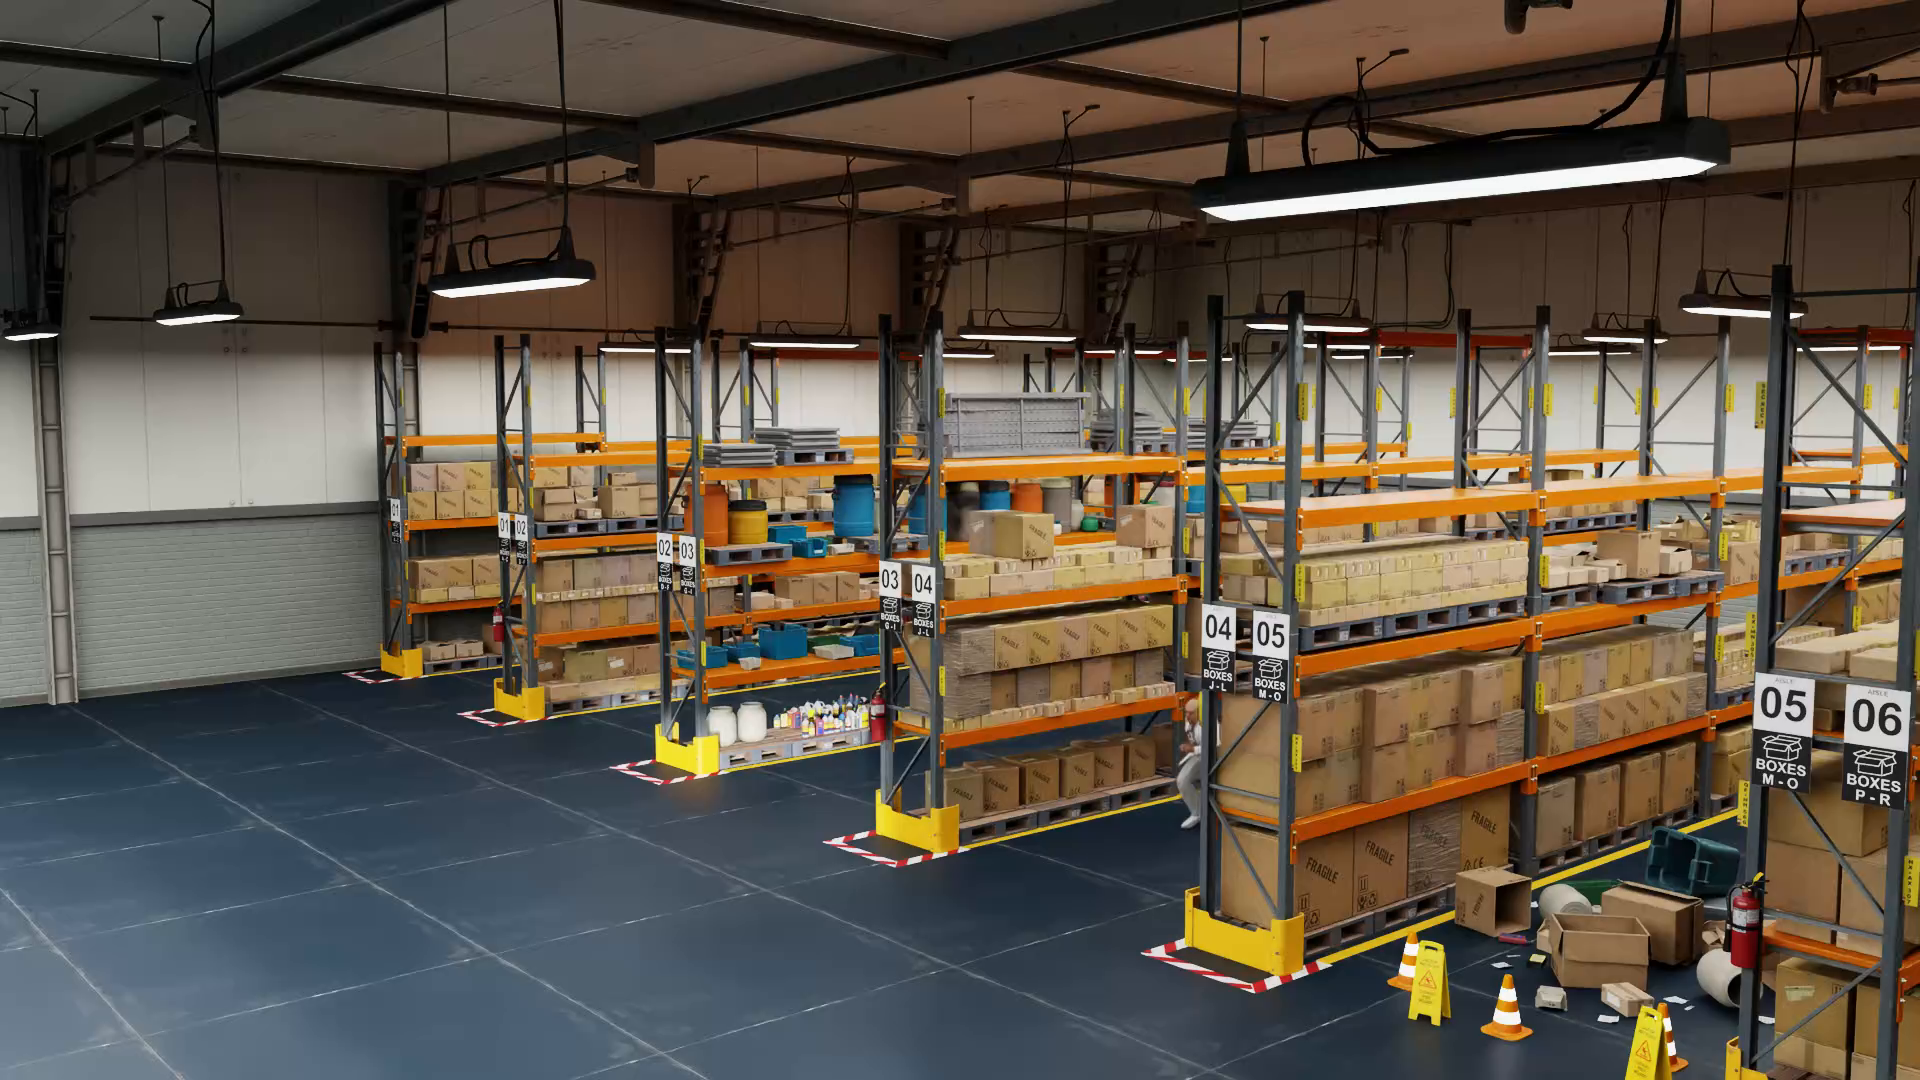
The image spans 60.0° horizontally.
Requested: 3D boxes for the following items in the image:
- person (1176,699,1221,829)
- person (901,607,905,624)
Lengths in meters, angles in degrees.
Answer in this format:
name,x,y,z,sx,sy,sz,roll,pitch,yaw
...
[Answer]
name,x,y,z,sx,sy,sz,roll,pitch,yaw
person,2.891,2.588,19.432,0.670,1.555,1.213,5,7,44
person,-1.295,1.117,35.293,0.700,1.676,0.851,3,6,30
